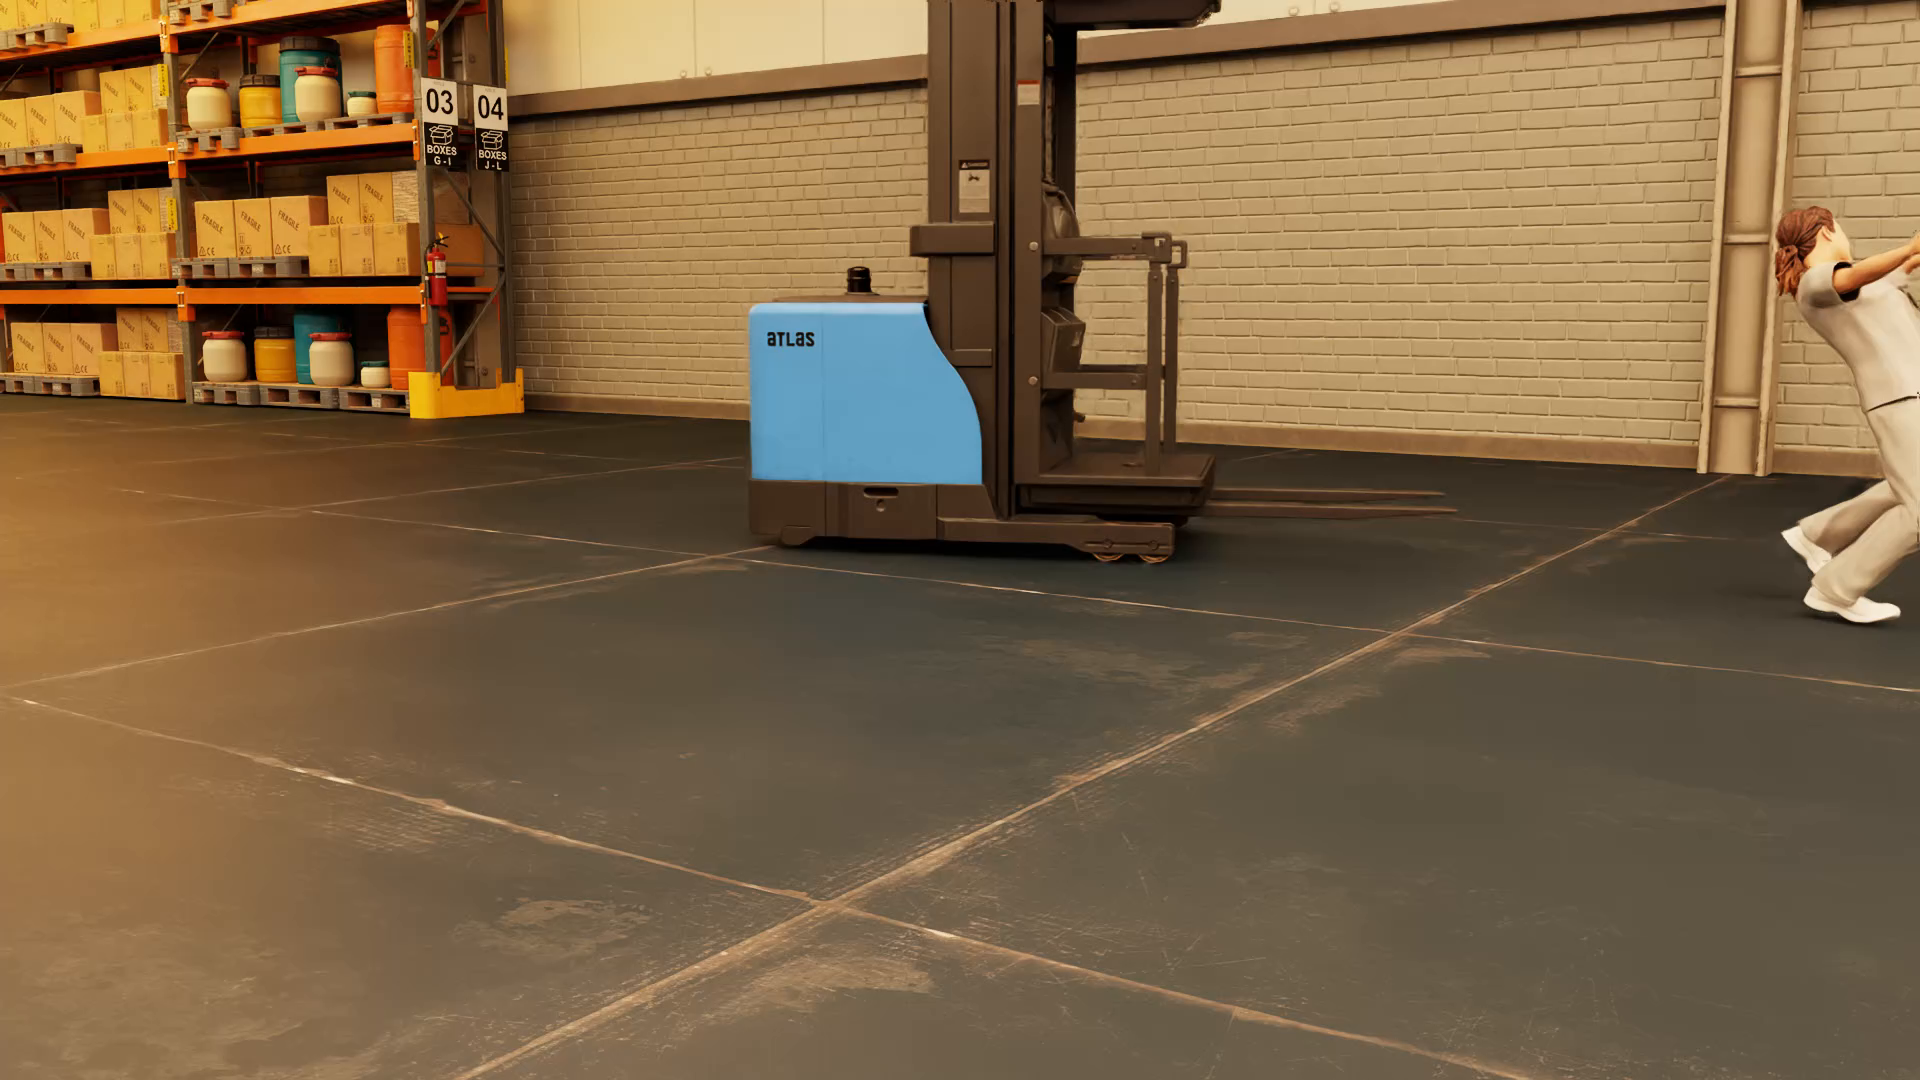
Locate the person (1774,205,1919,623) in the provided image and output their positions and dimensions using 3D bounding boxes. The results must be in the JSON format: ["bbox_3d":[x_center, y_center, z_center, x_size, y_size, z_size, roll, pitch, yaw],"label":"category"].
[{"bbox_3d":[3.032,-0.493,5.559,0.654,1.533,0.980,5,9,30],"label":"person"}]

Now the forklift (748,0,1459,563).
[{"bbox_3d":[0.635,-1.435,7.287,3.031,2.935,1.130,2,8,11],"label":"forklift"}]
